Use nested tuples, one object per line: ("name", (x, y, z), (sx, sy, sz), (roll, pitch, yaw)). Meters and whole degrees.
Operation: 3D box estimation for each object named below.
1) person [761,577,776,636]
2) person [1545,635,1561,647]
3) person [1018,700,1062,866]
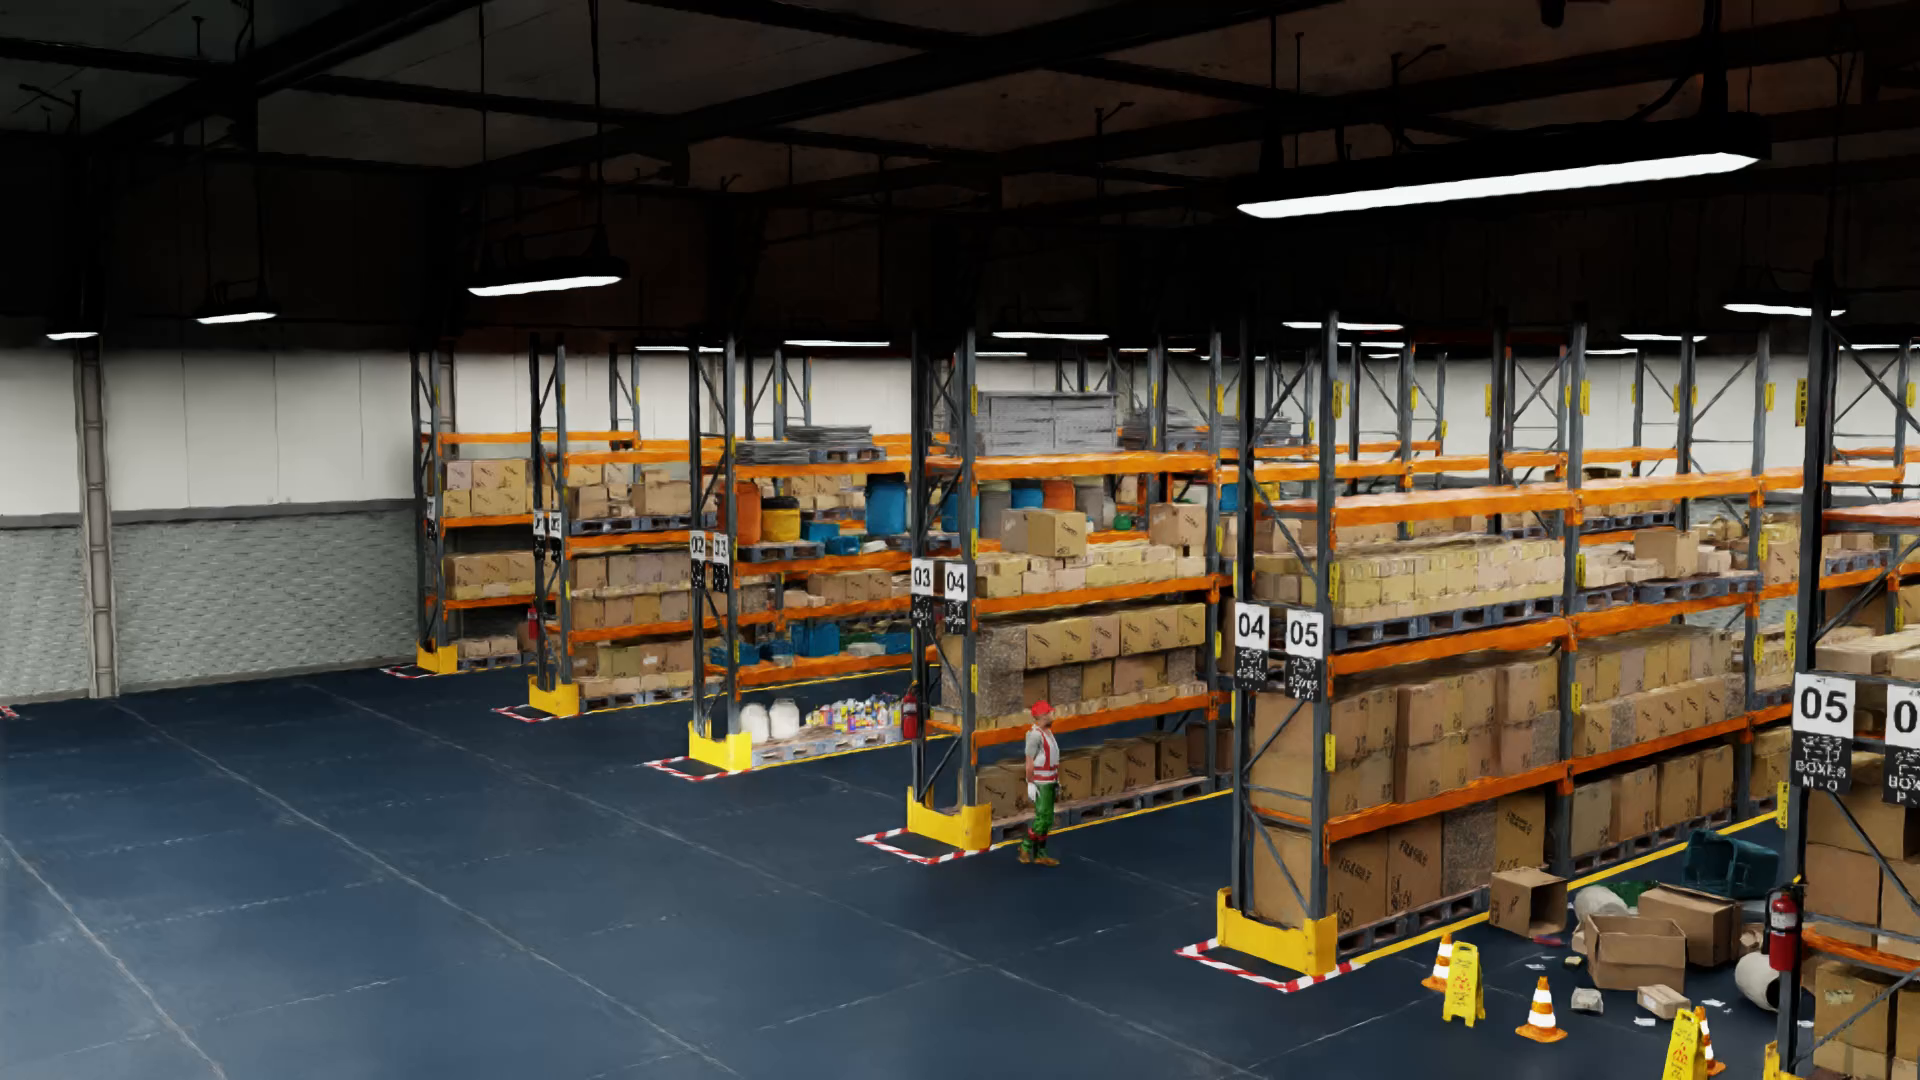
("person", (-3.534, 1.463, 31.333), (0.531, 1.629, 0.571), (-5, 7, -42))
("person", (8.643, 2.077, 24.047), (1.127, 1.707, 0.563), (-5, 7, -42))
("person", (0.858, 2.619, 17.893), (0.443, 1.786, 0.598), (2, 6, 23))
